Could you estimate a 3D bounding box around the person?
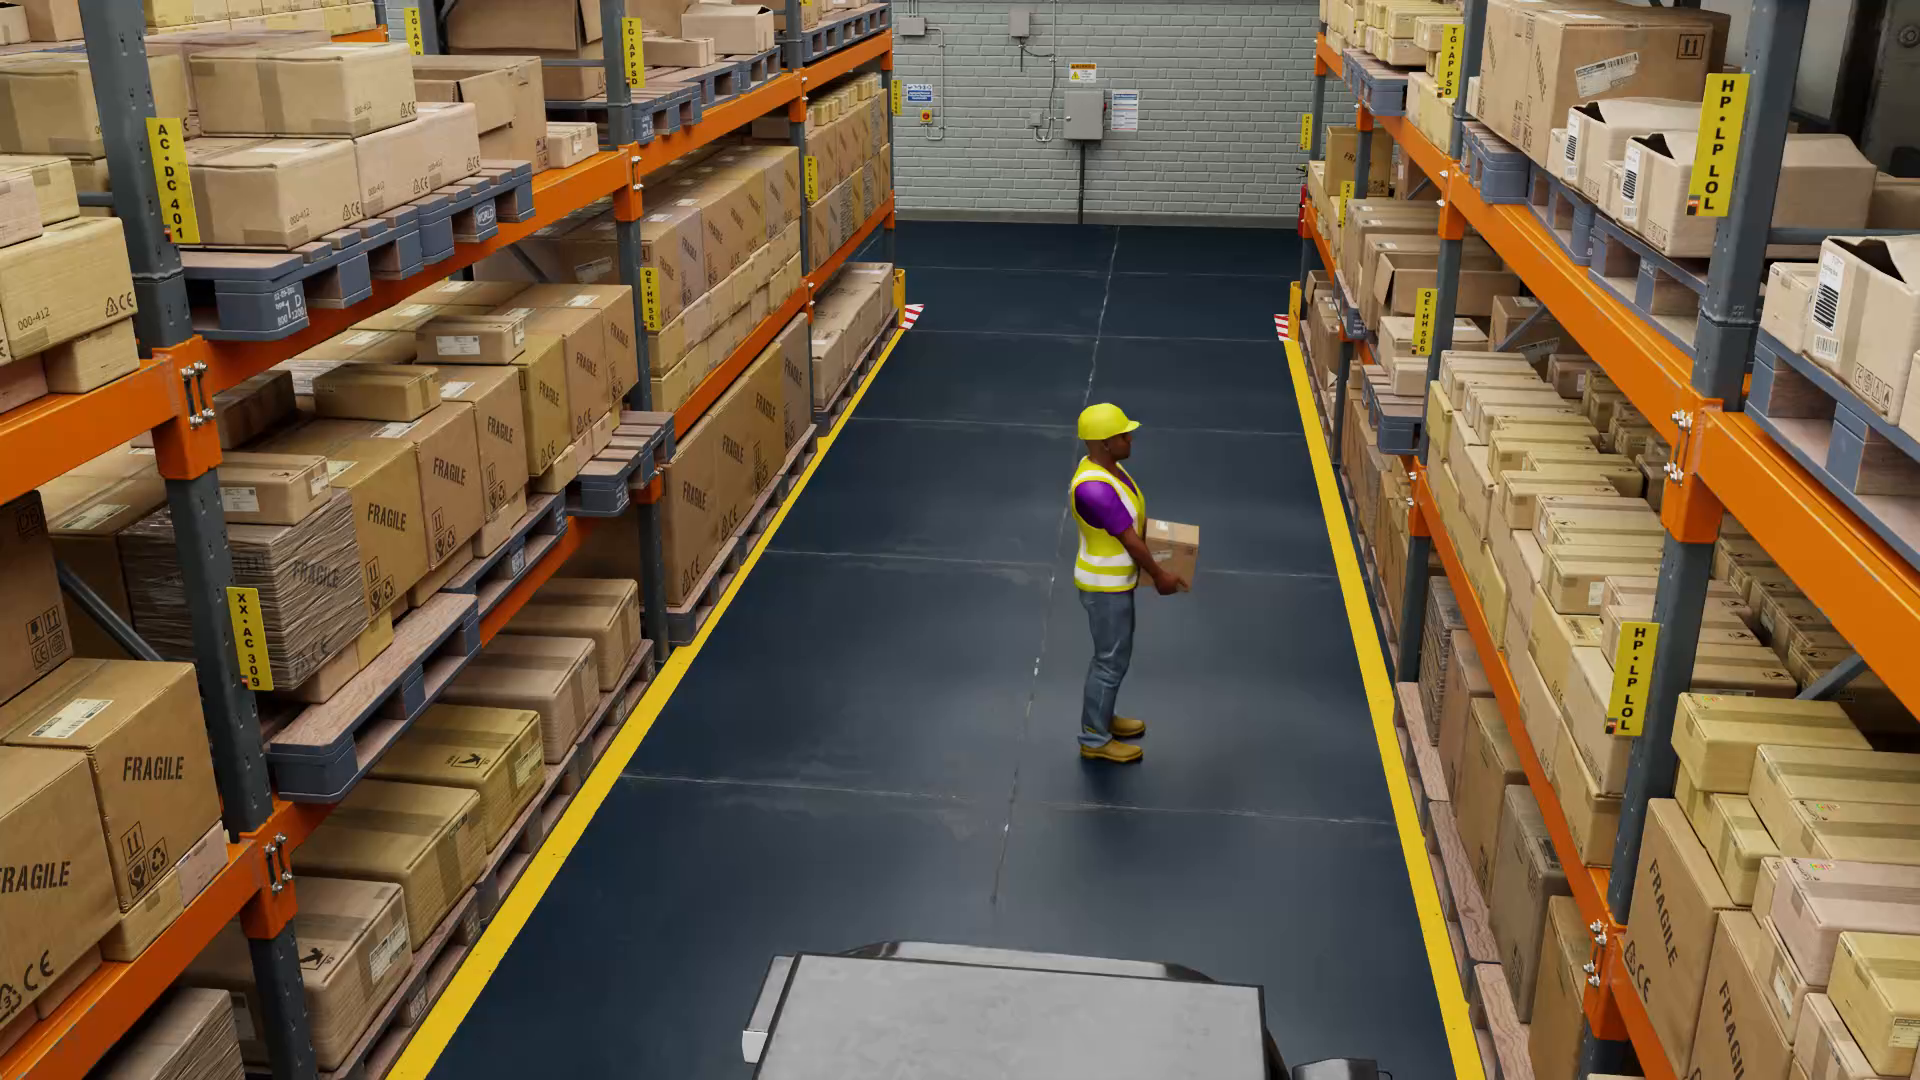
[{"bbox_3d":[0.816,0.200,8.037,0.574,1.760,0.504,3,21,7],"label":"person"}]
